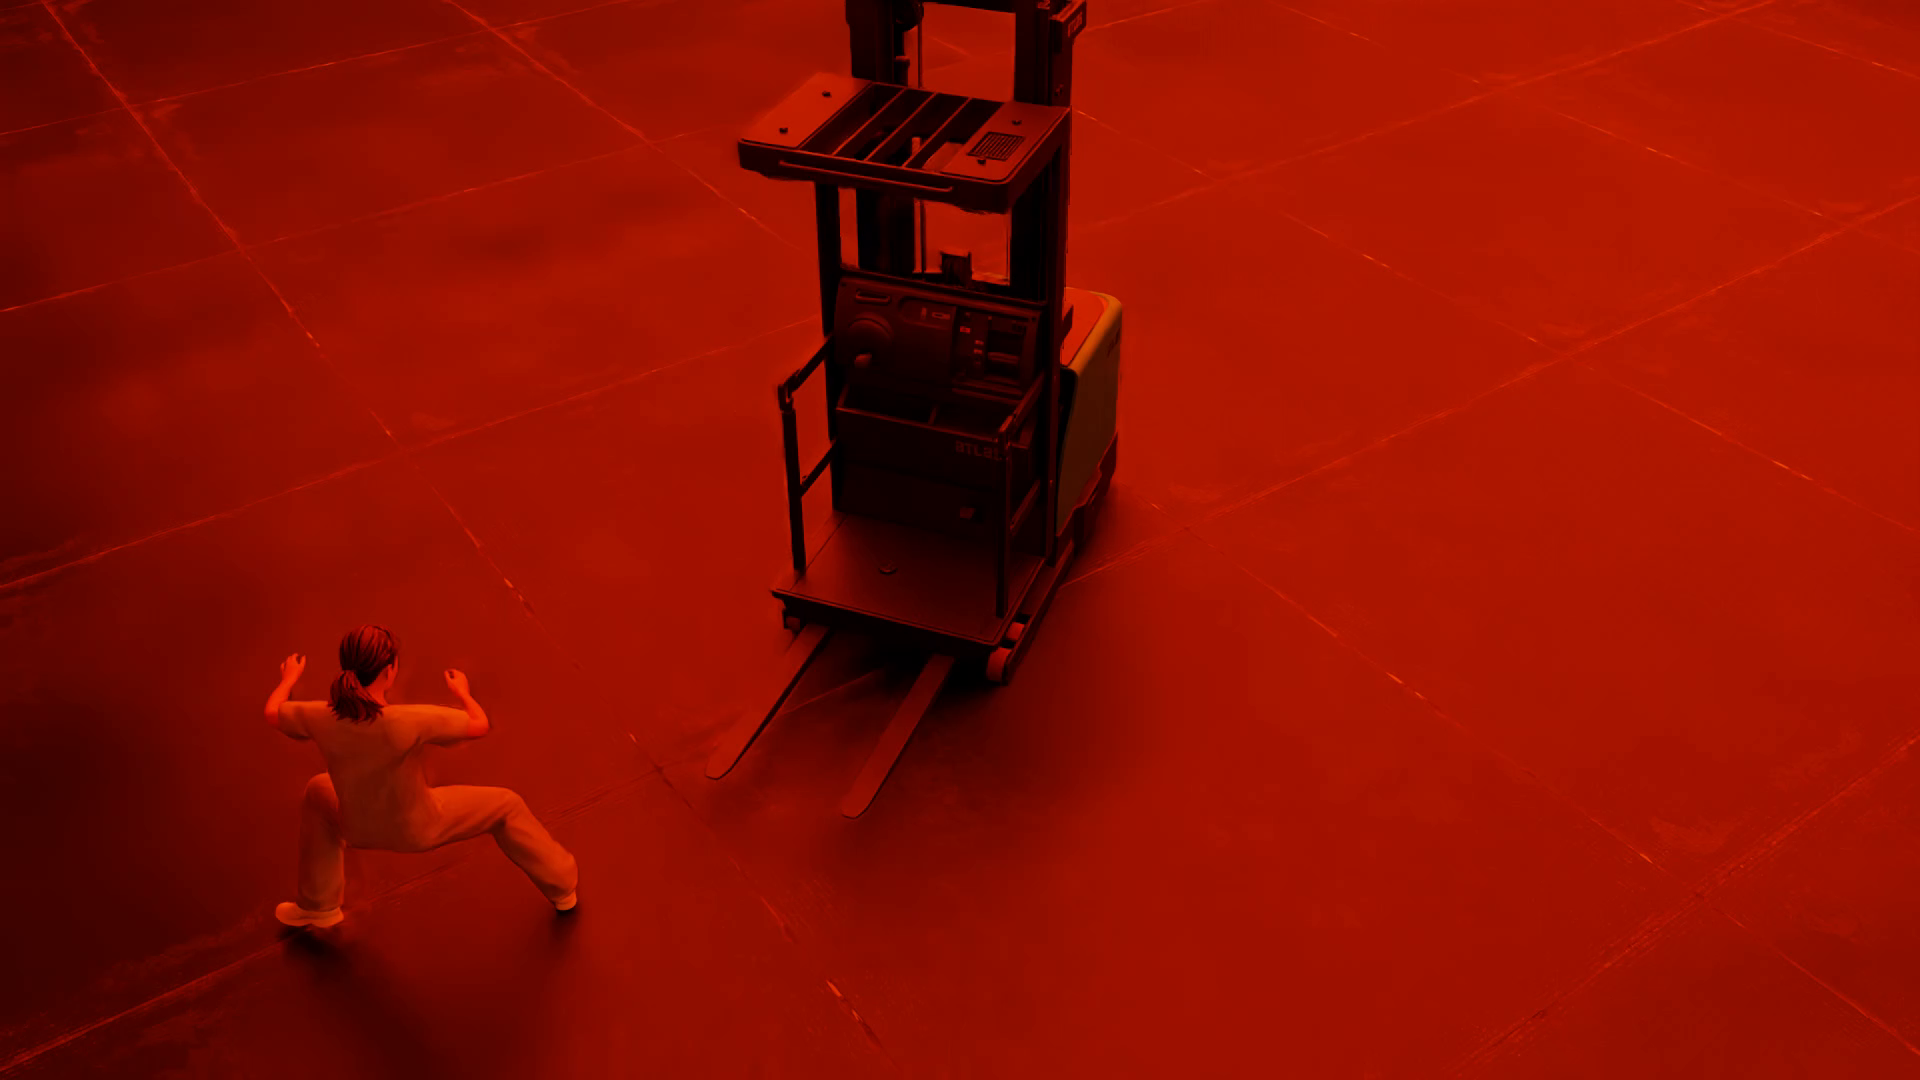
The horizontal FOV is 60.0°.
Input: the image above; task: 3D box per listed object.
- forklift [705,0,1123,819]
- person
[{"bbox_3d":[-0.182,-0.812,7.043,1.130,2.935,3.031,13,38,17],"label":"forklift"},{"bbox_3d":[-2.054,0.842,6.050,1.131,1.450,0.629,2,37,3],"label":"person"}]
